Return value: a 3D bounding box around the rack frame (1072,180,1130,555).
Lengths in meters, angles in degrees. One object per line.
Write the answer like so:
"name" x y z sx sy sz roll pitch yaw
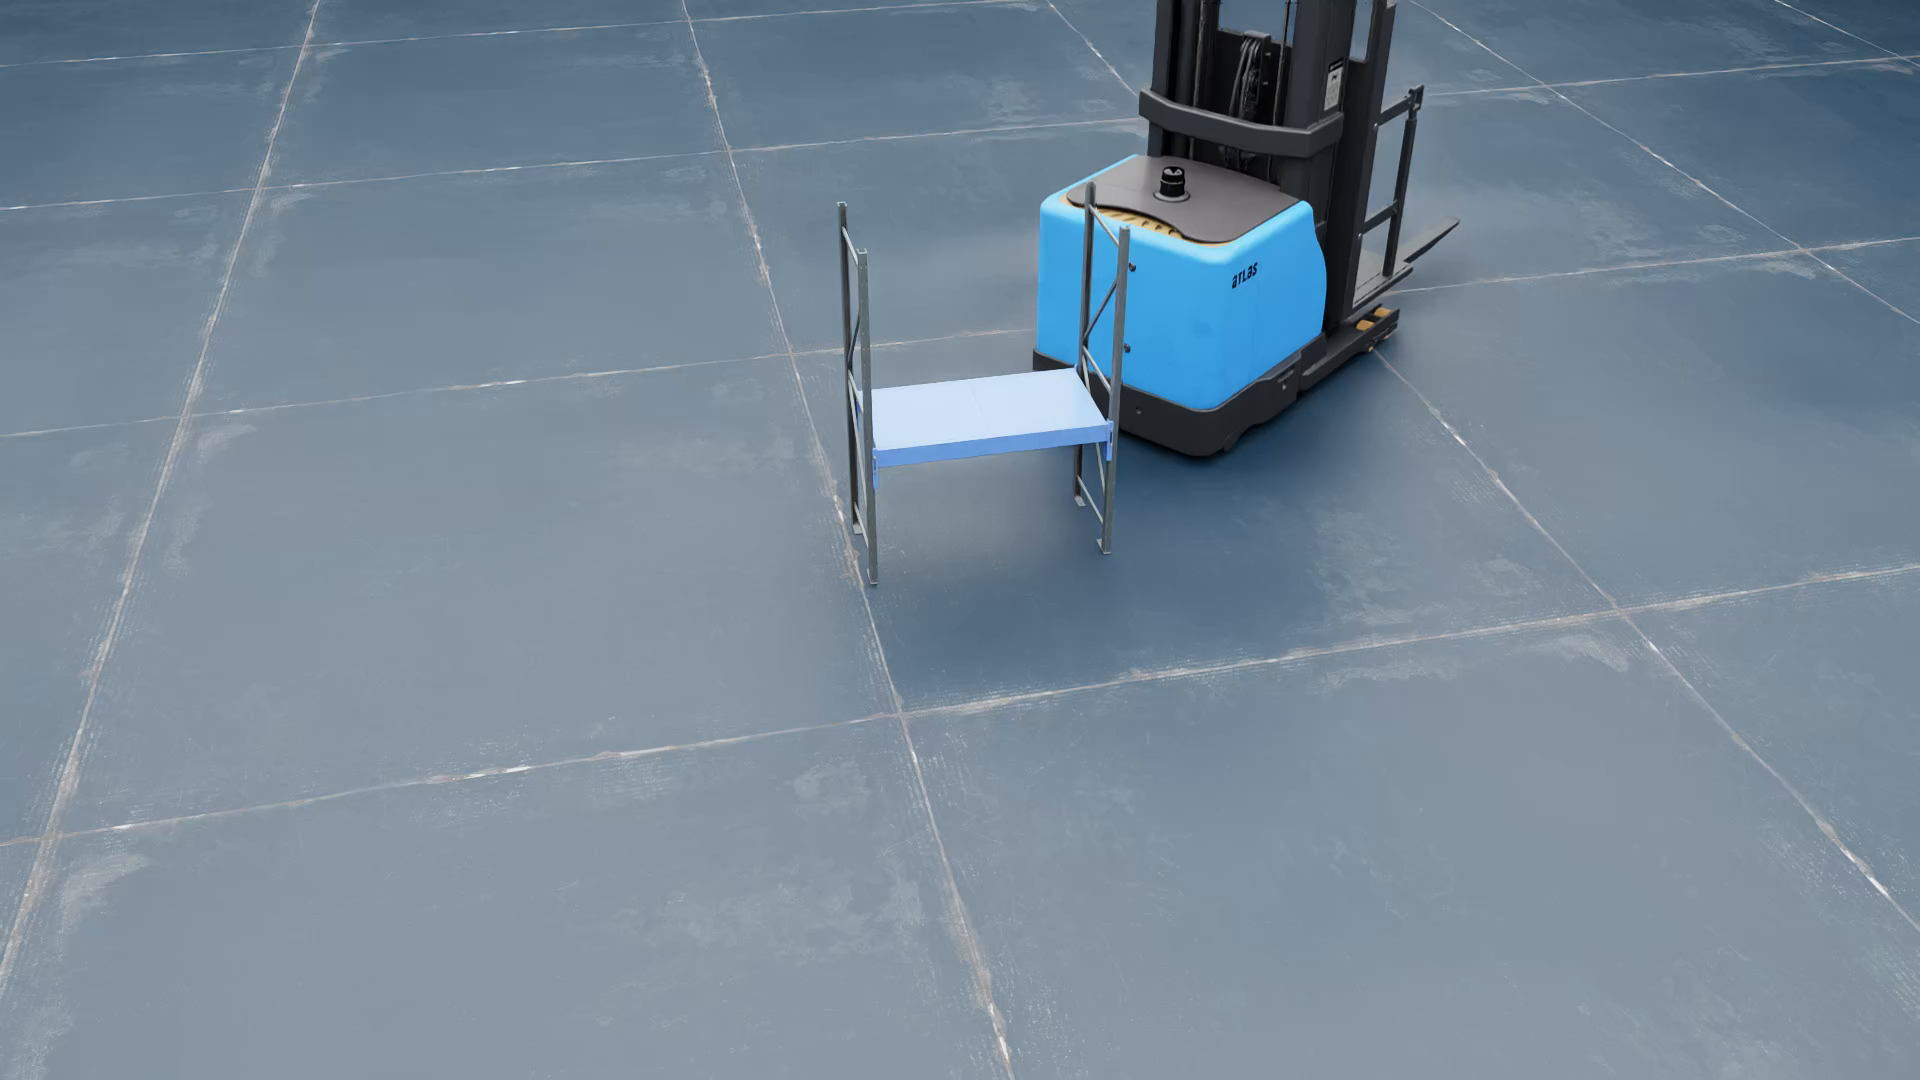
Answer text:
"rack frame" 0.579 -0.696 6.941 0.032 1.500 0.500 -7 35 -11

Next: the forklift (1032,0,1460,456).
"forklift" 1.678 -2.358 8.134 1.130 2.935 3.031 25 41 32

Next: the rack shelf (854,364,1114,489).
"rack shelf" 0.083 -0.484 6.948 1.000 0.185 0.538 -7 35 -11

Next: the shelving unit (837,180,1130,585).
"shelving unit" 0.083 -0.633 6.848 1.048 1.500 0.538 -7 35 -11

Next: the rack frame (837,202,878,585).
"rack frame" -0.413 -0.571 6.755 0.032 1.500 0.500 -7 35 -11
